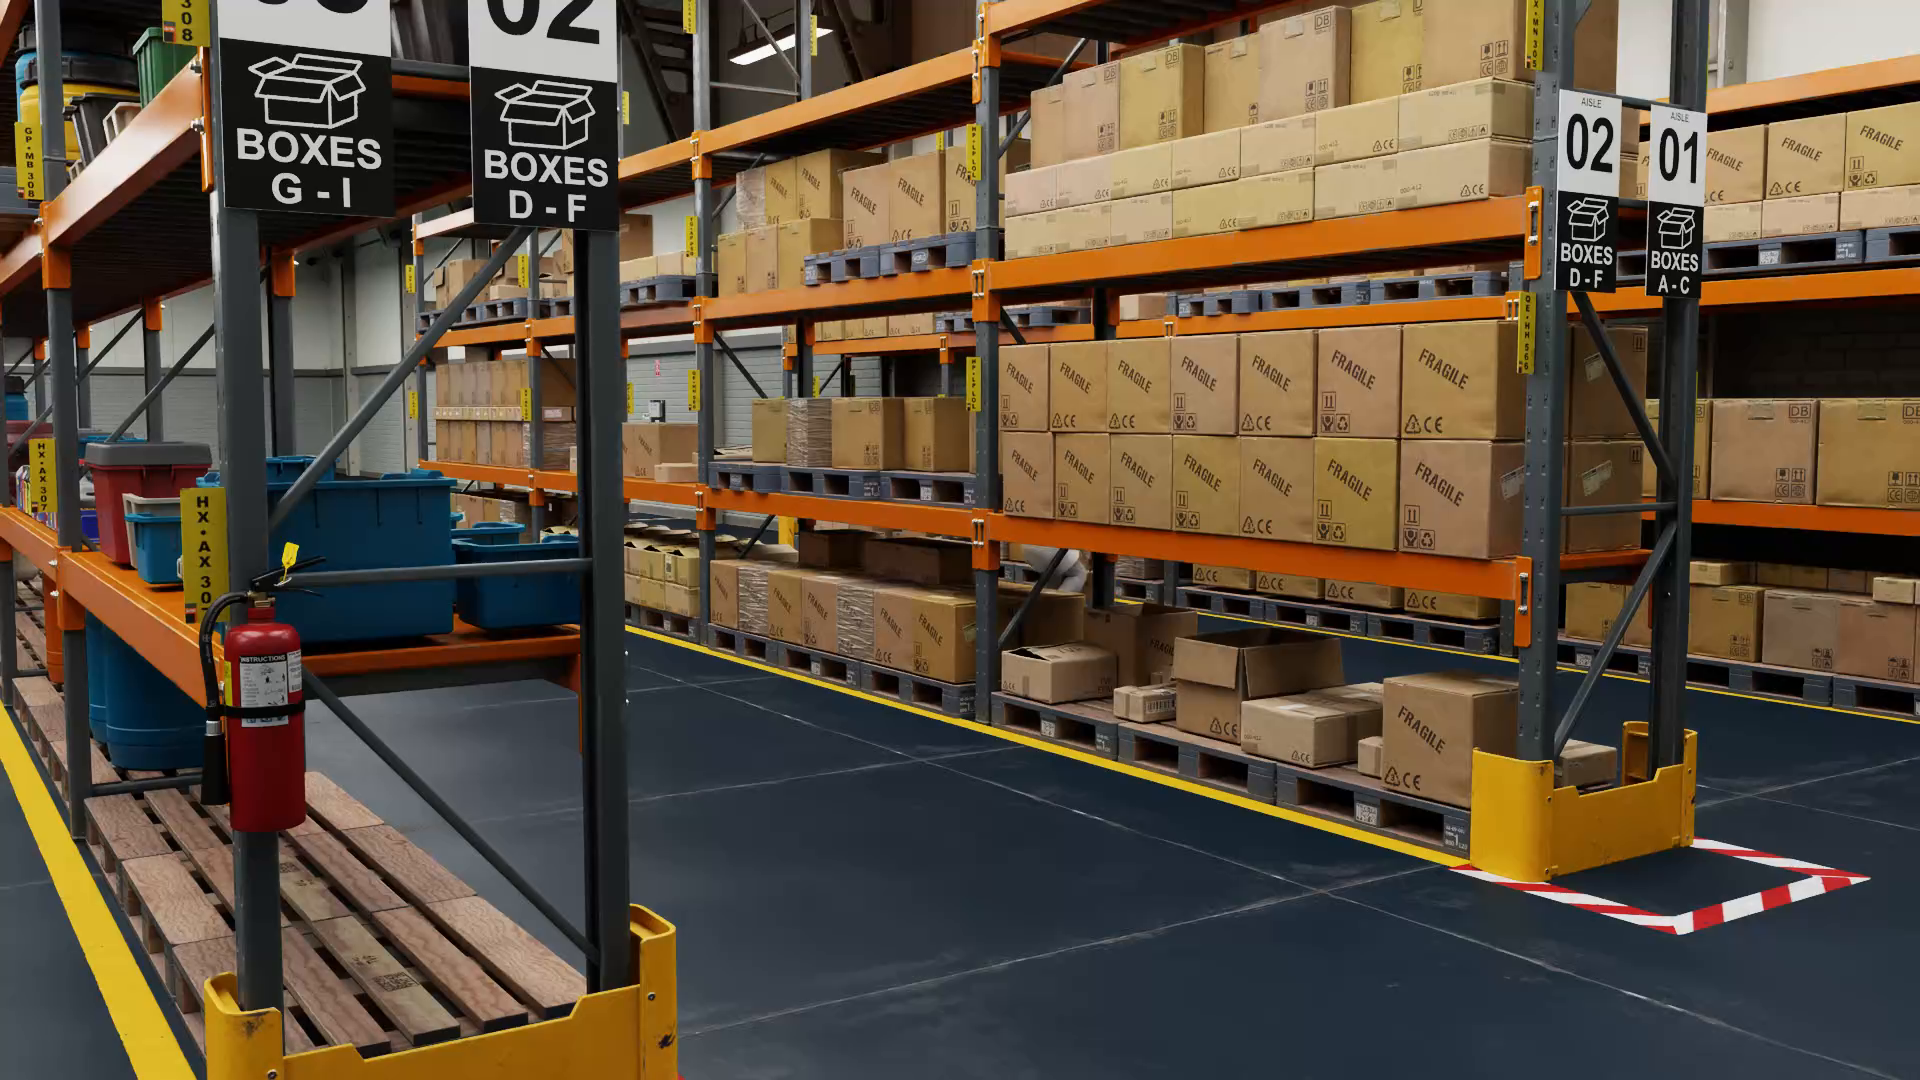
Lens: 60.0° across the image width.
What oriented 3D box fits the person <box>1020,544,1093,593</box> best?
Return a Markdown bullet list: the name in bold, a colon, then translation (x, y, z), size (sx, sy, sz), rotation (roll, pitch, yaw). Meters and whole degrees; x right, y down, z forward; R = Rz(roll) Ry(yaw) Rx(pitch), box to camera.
- **person**: translation (0.865, 0.058, 14.970), size (0.734, 1.395, 0.632), rotation (-3, 5, -34)
